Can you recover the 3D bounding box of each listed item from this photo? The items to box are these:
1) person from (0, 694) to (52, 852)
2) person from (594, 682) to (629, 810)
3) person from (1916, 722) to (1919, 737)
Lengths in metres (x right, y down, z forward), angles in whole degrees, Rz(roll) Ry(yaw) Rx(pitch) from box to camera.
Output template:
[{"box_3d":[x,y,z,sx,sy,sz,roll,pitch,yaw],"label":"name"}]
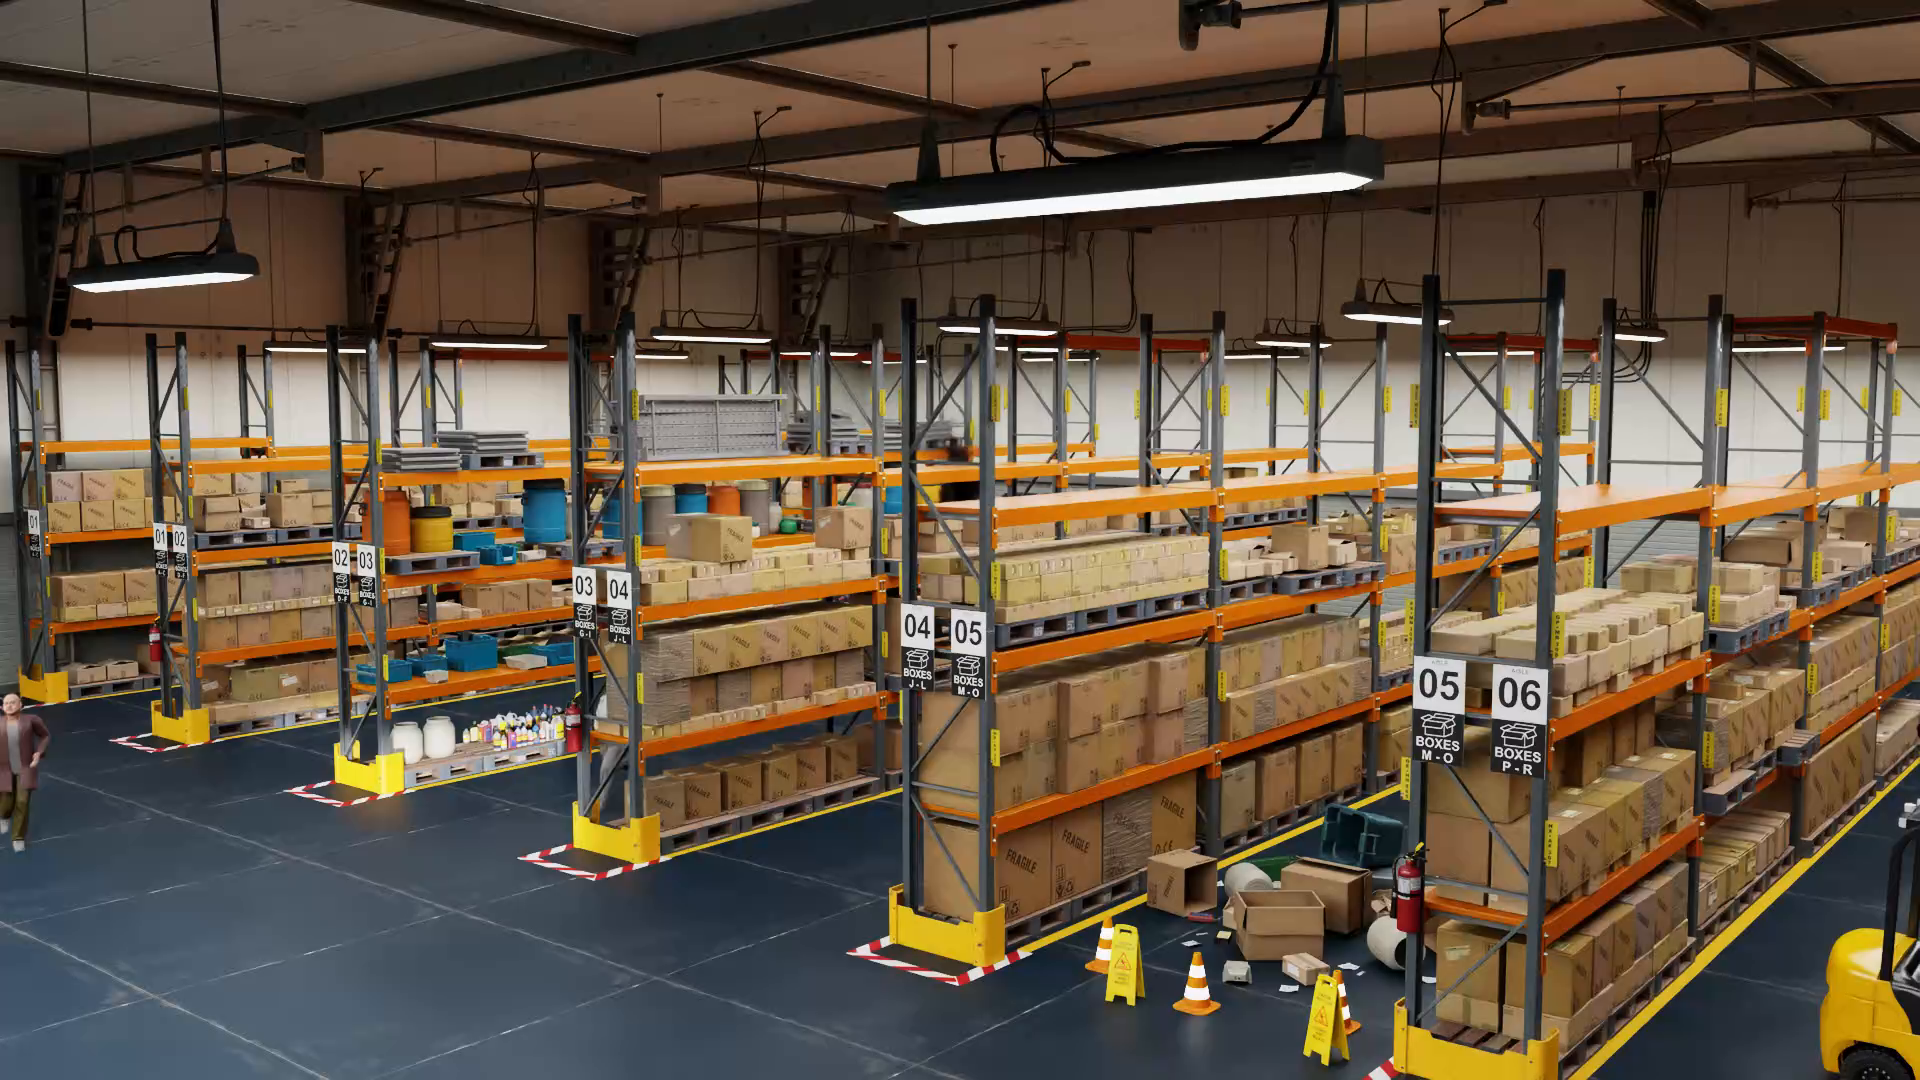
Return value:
[{"box_3d":[-10.713,2.606,18.899,0.704,1.758,0.735,-2,6,-26],"label":"person"},{"box_3d":[-4.314,2.490,20.805,0.602,1.686,0.945,3,6,32],"label":"person"},{"box_3d":[11.825,2.555,19.987,0.543,1.612,0.563,4,7,38],"label":"person"}]
